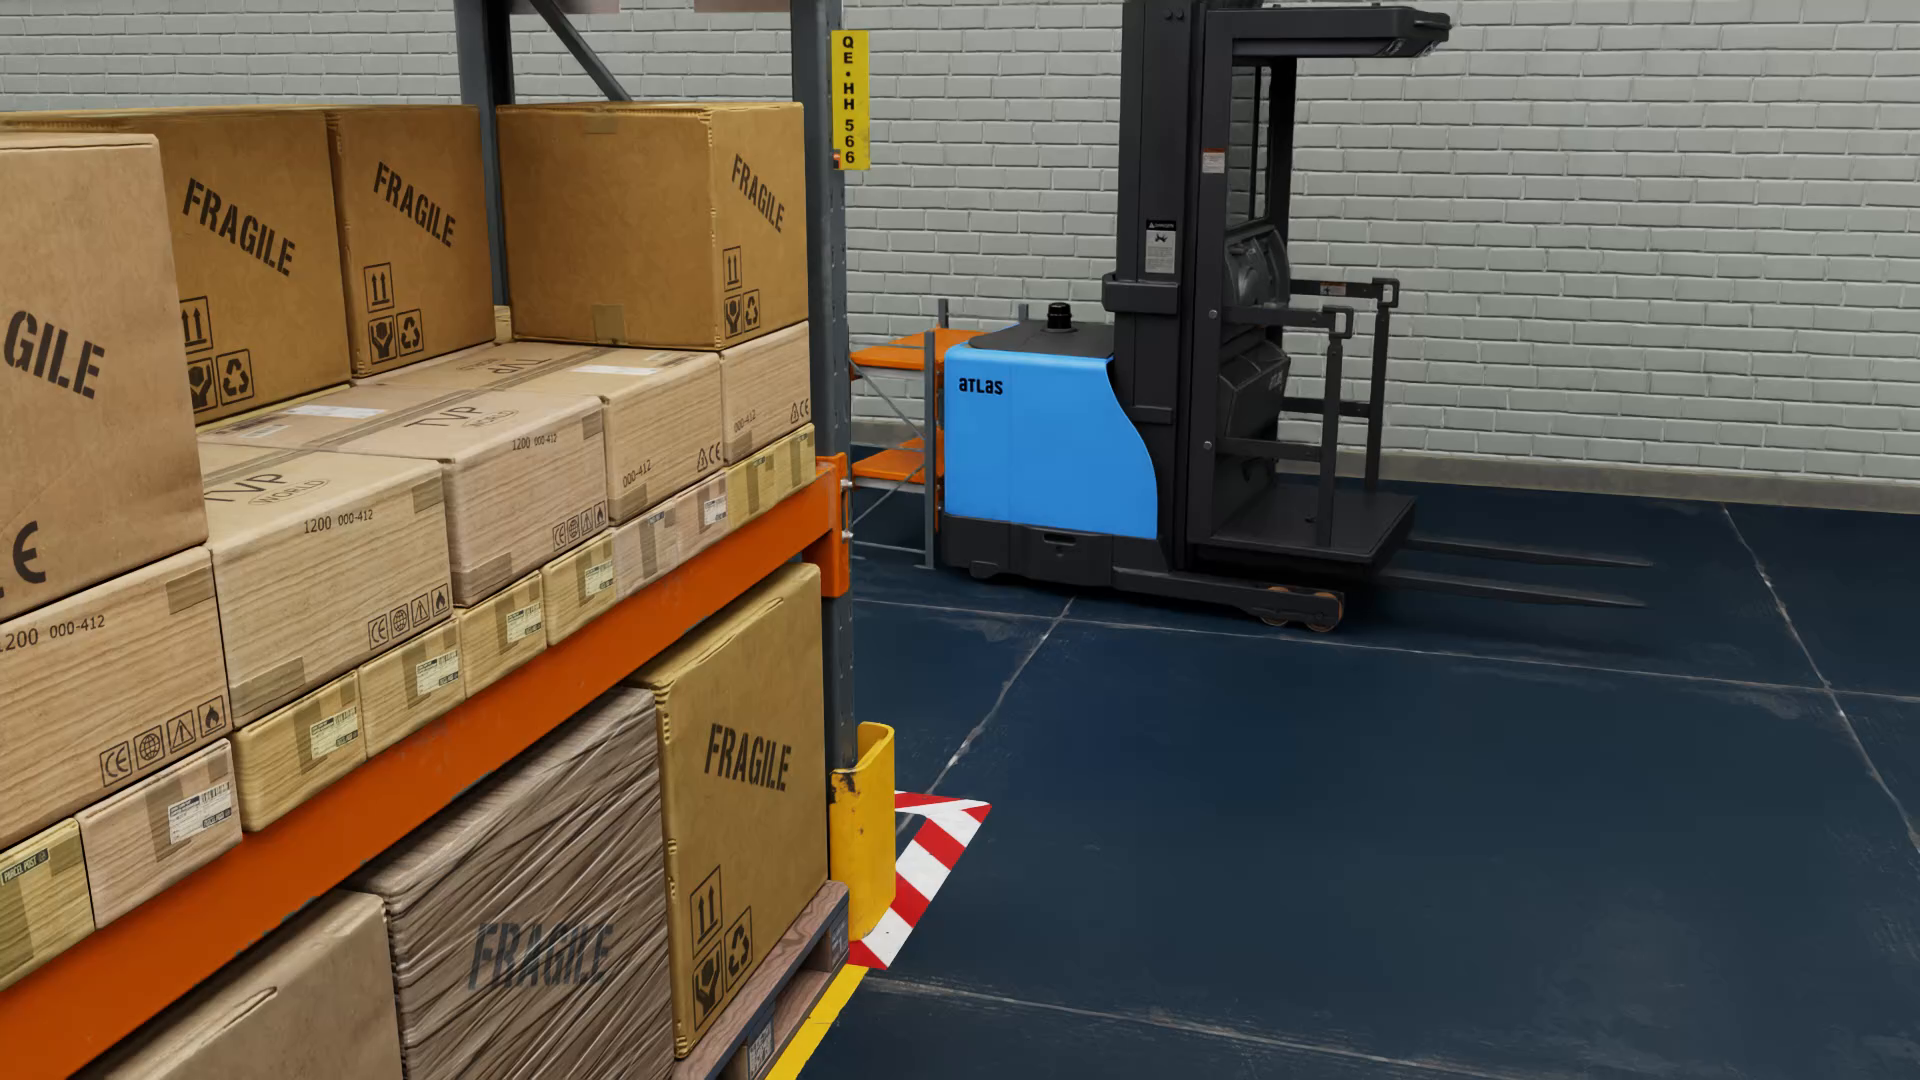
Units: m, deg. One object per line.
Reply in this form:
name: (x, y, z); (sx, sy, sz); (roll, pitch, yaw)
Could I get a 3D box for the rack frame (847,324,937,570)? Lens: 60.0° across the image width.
rack frame: (-0.341, -0.433, 7.795); (0.500, 1.125, 0.032); (8, 18, 26)

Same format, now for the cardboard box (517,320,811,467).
cardboard box: (-0.666, -0.359, 3.828); (0.500, 0.250, 0.500); (4, 16, 15)

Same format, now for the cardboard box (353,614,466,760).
cardboard box: (-1.003, 0.204, 2.573); (0.380, 0.149, 0.250); (5, 17, 17)

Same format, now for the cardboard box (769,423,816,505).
cardboard box: (-0.569, -0.196, 3.983); (0.380, 0.149, 0.250); (5, 17, 17)

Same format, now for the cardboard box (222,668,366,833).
cardboard box: (-1.075, 0.272, 2.332); (0.380, 0.149, 0.250); (4, 16, 14)

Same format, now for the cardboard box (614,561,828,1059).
cardboard box: (-0.888, 0.558, 3.988); (0.875, 0.875, 0.875); (5, 16, 16)

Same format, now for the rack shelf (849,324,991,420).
rack shelf: (-0.113, -0.838, 8.152); (0.538, 0.278, 1.000); (8, 18, 26)

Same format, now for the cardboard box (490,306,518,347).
cardboard box: (-1.178, -0.402, 3.978); (0.500, 0.250, 0.500); (4, 16, 14)

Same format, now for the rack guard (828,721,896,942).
rack guard: (-0.776, 0.761, 4.730); (1.175, 0.500, 0.348); (5, 16, 16)

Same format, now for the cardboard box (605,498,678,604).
cardboard box: (-0.785, 0.003, 3.280); (0.380, 0.149, 0.250); (5, 17, 17)

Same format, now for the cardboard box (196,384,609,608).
cardboard box: (-0.955, -0.093, 2.890); (0.500, 0.250, 0.500); (4, 16, 14)

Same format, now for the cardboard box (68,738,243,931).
cardboard box: (-1.149, 0.341, 2.090); (0.380, 0.149, 0.250); (5, 17, 17)

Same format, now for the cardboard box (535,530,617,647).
cardboard box: (-0.857, 0.072, 3.041); (0.380, 0.149, 0.250); (4, 16, 15)

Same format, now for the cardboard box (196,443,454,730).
cardboard box: (-1.100, 0.043, 2.409); (0.500, 0.250, 0.500); (5, 16, 16)

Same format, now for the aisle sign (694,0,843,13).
aisle sign: (-0.475, -1.682, 3.997); (0.394, 0.787, 0.004); (5, 16, 16)

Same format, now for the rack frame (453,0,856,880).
rack frame: (-0.783, -0.435, 4.367); (1.000, 3.000, 0.127); (5, 16, 16)

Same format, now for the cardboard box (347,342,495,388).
cardboard box: (-1.320, -0.265, 3.497); (0.500, 0.250, 0.500); (4, 16, 15)

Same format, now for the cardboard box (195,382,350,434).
cardboard box: (-1.466, -0.134, 3.034); (0.500, 0.250, 0.500); (4, 16, 14)

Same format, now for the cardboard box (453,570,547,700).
cardboard box: (-0.931, 0.139, 2.801); (0.380, 0.149, 0.250); (5, 16, 16)

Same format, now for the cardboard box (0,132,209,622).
cardboard box: (-1.248, -0.191, 1.860); (0.500, 0.500, 0.500); (4, 16, 14)

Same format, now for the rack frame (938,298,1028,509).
rack frame: (0.116, -0.681, 8.668); (0.500, 1.125, 0.032); (8, 18, 26)

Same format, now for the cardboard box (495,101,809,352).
cardboard box: (-0.670, -0.719, 3.724); (0.500, 0.500, 0.500); (5, 17, 17)

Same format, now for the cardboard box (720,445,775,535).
cardboard box: (-0.641, -0.128, 3.743); (0.380, 0.149, 0.250); (5, 17, 16)

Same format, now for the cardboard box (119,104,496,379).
cardboard box: (-1.320, -0.632, 3.415); (0.500, 0.500, 0.500); (4, 16, 15)

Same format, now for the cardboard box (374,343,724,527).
cardboard box: (-0.811, -0.226, 3.360); (0.500, 0.250, 0.500); (4, 16, 15)

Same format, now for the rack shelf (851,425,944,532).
rack shelf: (-0.113, -0.322, 8.298); (0.538, 0.278, 1.000); (8, 18, 26)

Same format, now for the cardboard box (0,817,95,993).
cardboard box: (-1.222, 0.407, 1.858); (0.380, 0.149, 0.250); (4, 16, 15)

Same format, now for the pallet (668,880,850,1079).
pallet: (-0.935, 1.121, 3.989); (1.003, 0.211, 1.213); (5, 16, 16)

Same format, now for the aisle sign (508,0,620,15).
aisle sign: (-1.050, -1.728, 4.161); (0.394, 0.787, 0.004); (5, 16, 16)

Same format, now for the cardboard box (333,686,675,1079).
cardboard box: (-1.147, 0.797, 3.148); (0.875, 0.875, 0.875); (5, 16, 16)

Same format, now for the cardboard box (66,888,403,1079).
cardboard box: (-1.400, 1.029, 2.327); (0.875, 0.875, 0.875); (5, 16, 16)

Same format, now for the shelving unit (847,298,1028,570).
shelving unit: (-0.113, -0.557, 8.231); (0.538, 1.125, 1.048); (8, 18, 26)

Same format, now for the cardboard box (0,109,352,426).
cardboard box: (-1.462, -0.496, 2.935); (0.500, 0.500, 0.500); (4, 16, 14)

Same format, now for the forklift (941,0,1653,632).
forklift: (1.474, -1.189, 7.149); (3.031, 2.935, 1.130); (7, 17, 24)

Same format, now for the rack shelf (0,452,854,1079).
rack shelf: (-1.351, 0.434, 2.621); (1.077, 0.370, 4.000); (5, 16, 16)

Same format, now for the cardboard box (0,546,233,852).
cardboard box: (-1.247, 0.172, 1.956); (0.500, 0.250, 0.500); (5, 17, 17)

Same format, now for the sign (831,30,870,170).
sign: (-0.267, -1.061, 4.016); (0.100, 0.325, 0.005); (5, 16, 16)

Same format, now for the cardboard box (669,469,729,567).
cardboard box: (-0.714, -0.062, 3.510); (0.380, 0.149, 0.250); (5, 16, 16)
